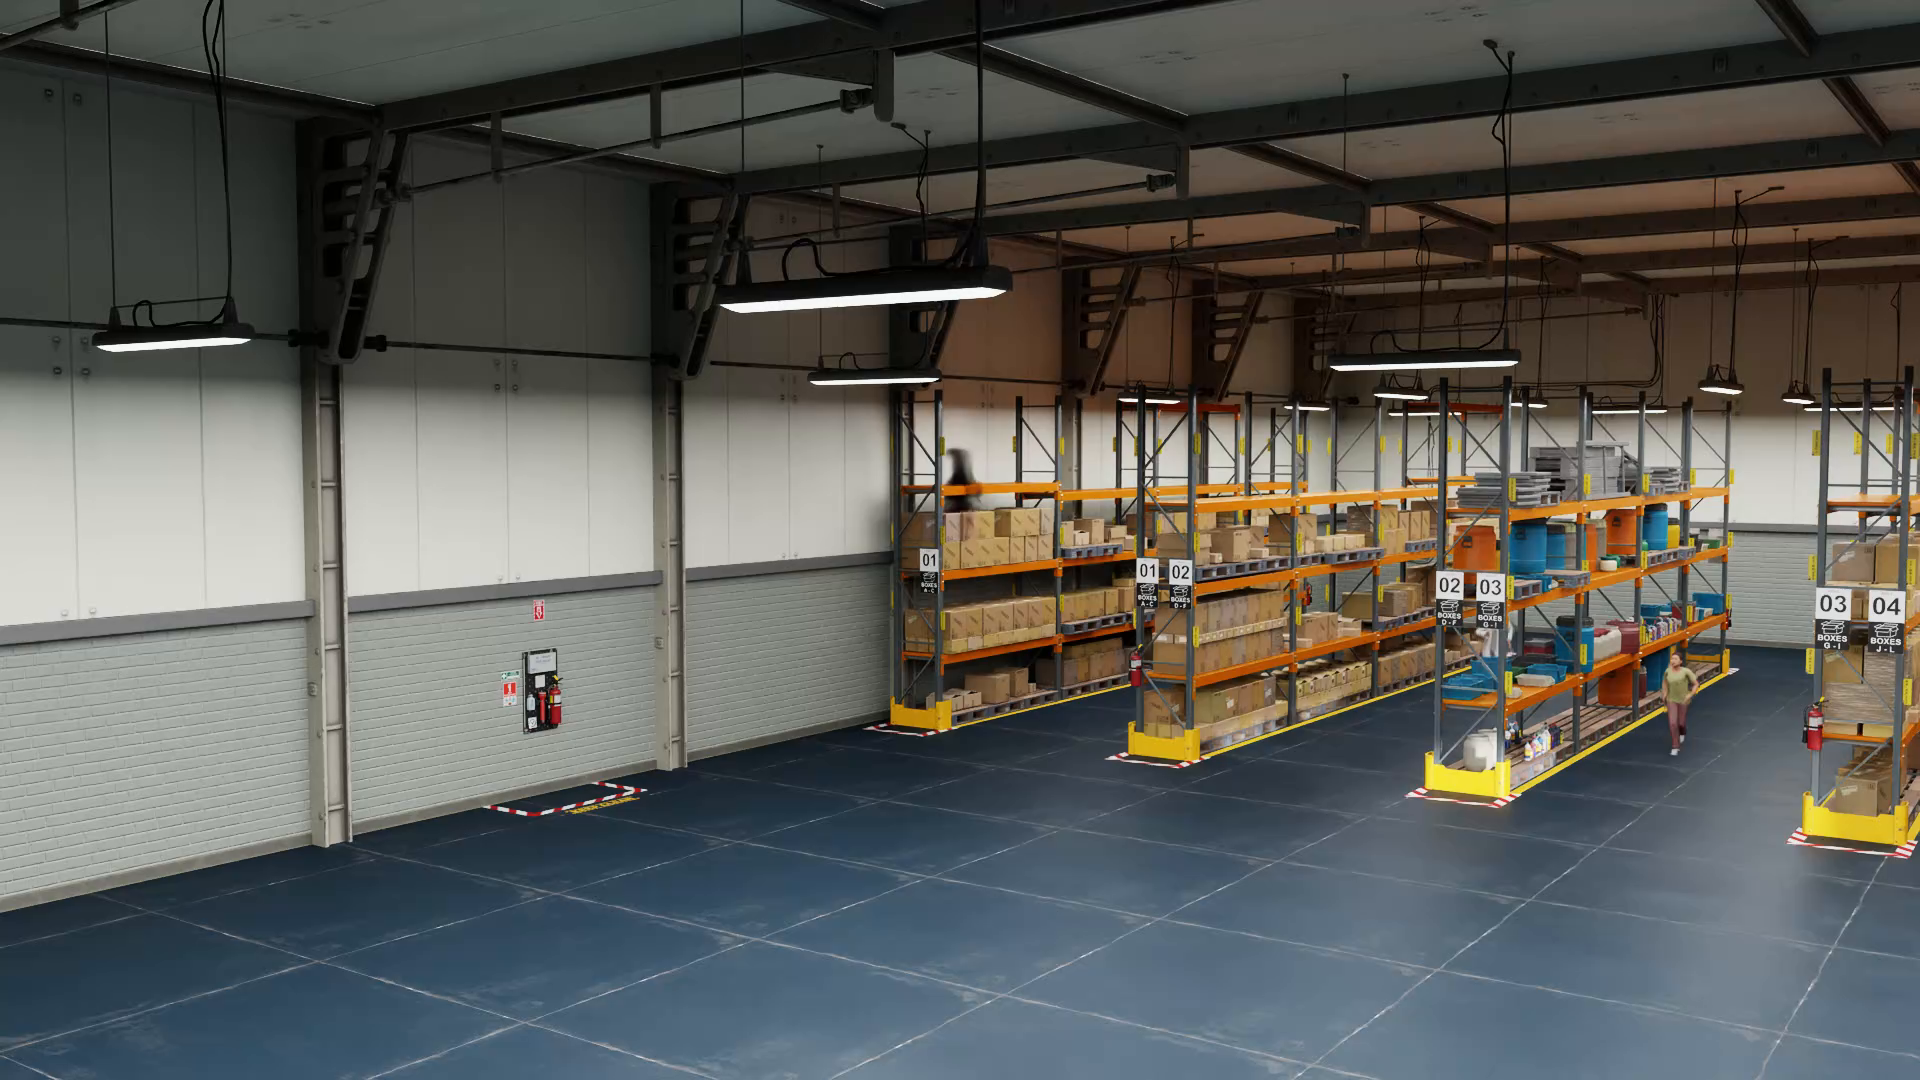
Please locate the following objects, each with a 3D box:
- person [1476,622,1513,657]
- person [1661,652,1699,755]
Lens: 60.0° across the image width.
[{"bbox_3d":[10.791,2.223,33.632,0.683,1.847,0.930,1,4,23],"label":"person"},{"bbox_3d":[11.780,2.658,27.210,0.581,1.672,0.718,2,4,35],"label":"person"}]
